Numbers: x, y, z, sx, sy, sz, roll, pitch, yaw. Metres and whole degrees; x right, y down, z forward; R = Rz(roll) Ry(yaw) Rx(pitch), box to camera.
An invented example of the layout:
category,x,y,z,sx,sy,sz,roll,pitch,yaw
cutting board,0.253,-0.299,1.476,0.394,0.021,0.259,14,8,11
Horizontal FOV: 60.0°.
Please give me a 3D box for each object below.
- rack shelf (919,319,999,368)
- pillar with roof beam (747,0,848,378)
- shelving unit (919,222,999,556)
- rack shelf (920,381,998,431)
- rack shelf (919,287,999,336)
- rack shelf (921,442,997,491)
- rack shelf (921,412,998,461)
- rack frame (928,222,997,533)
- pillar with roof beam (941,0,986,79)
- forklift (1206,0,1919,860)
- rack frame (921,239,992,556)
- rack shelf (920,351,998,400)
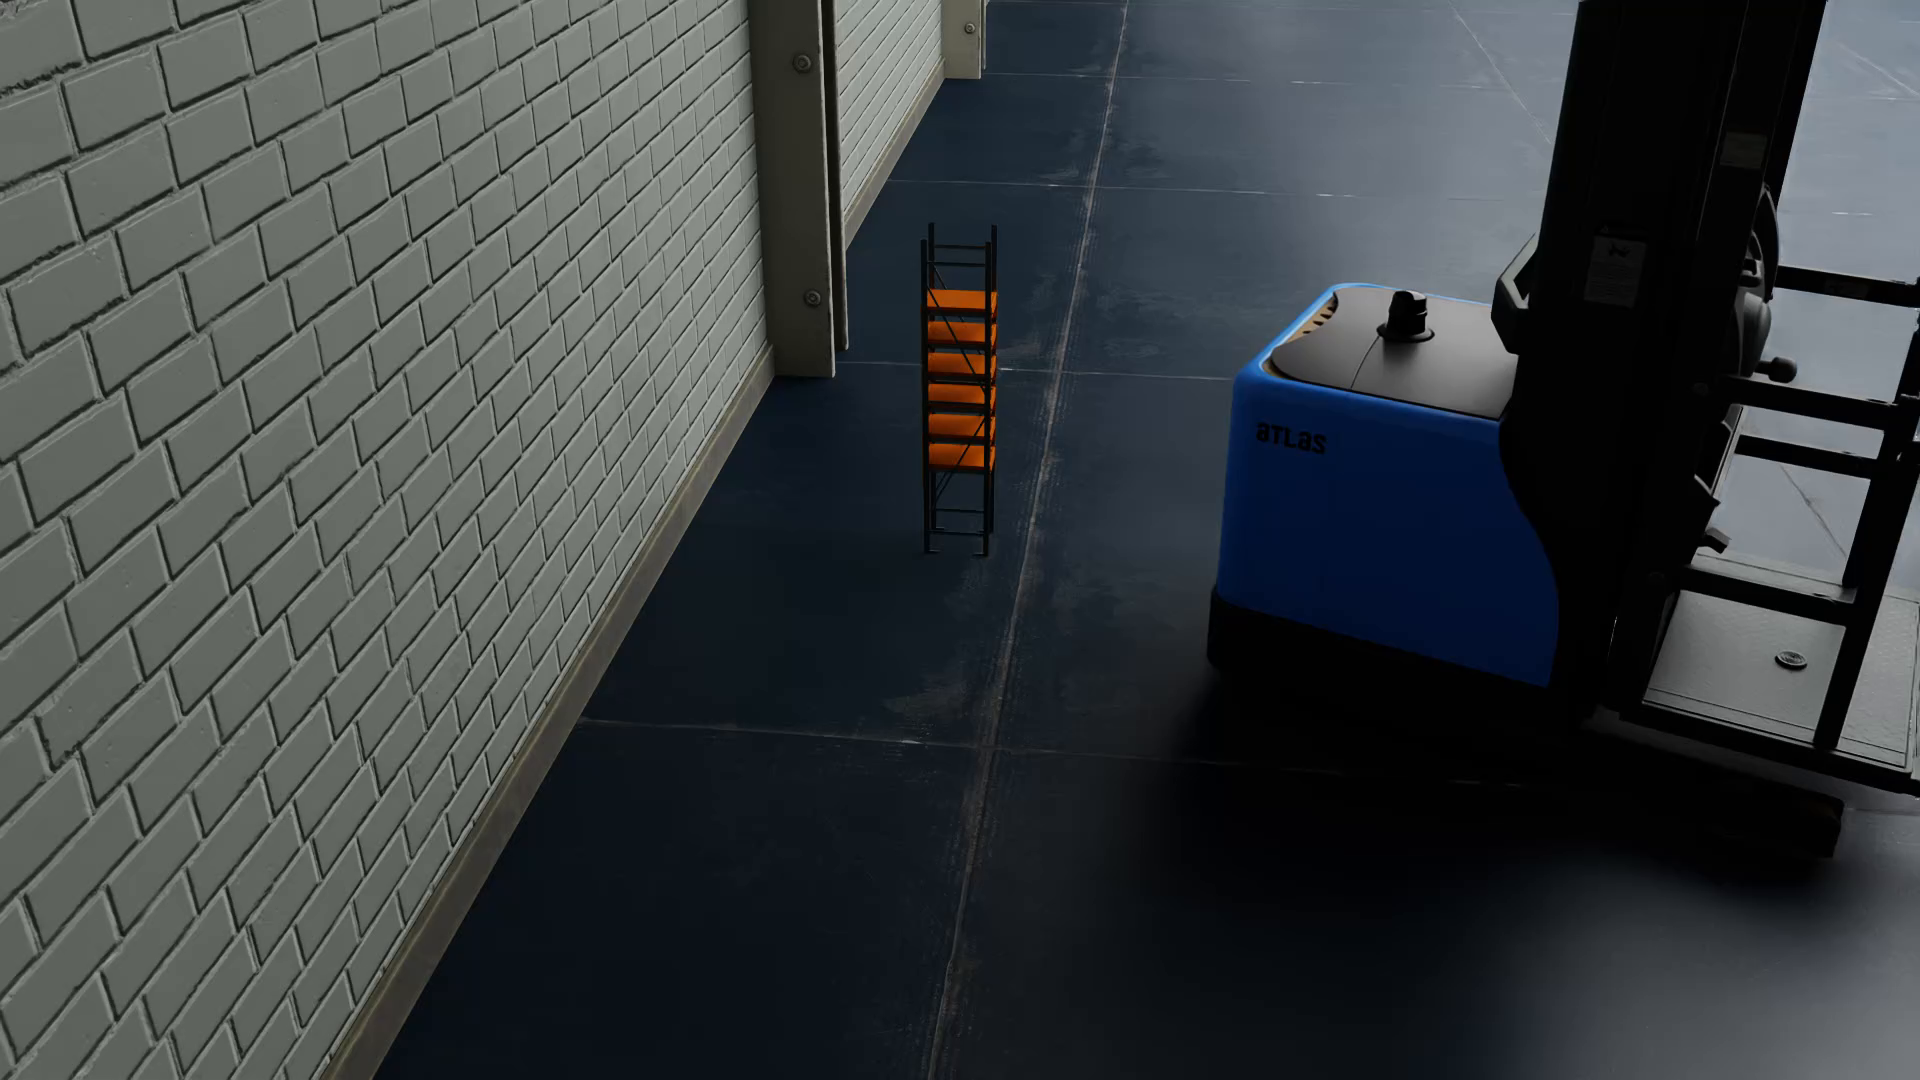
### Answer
category,x,y,z,sx,sy,sz,roll,pitch,yaw
rack shelf,-0.002,-0.694,5.860,0.258,0.103,0.180,3,28,6
pillar with roof beam,3.561,-4.559,5.225,9.100,9.000,0.400,3,28,6
shelving unit,-0.002,-0.521,5.953,0.258,1.200,0.189,3,28,6
rack shelf,-0.002,-0.482,5.974,0.258,0.103,0.180,3,28,6
rack shelf,-0.002,-0.799,5.803,0.258,0.103,0.180,3,28,6
rack shelf,-0.002,-0.271,6.088,0.258,0.103,0.180,3,28,6
rack shelf,-0.002,-0.377,6.031,0.258,0.103,0.180,3,28,6
rack frame,0.009,-0.564,6.033,0.240,1.200,0.006,3,28,6
pillar with roof beam,4.296,-7.383,10.467,9.100,9.000,0.400,3,28,6
forklift,2.340,-0.695,4.450,3.031,2.935,1.130,15,32,25
rack frame,-0.013,-0.478,5.873,0.240,1.200,0.006,3,28,6
rack shelf,-0.002,-0.588,5.917,0.258,0.103,0.180,3,28,6
